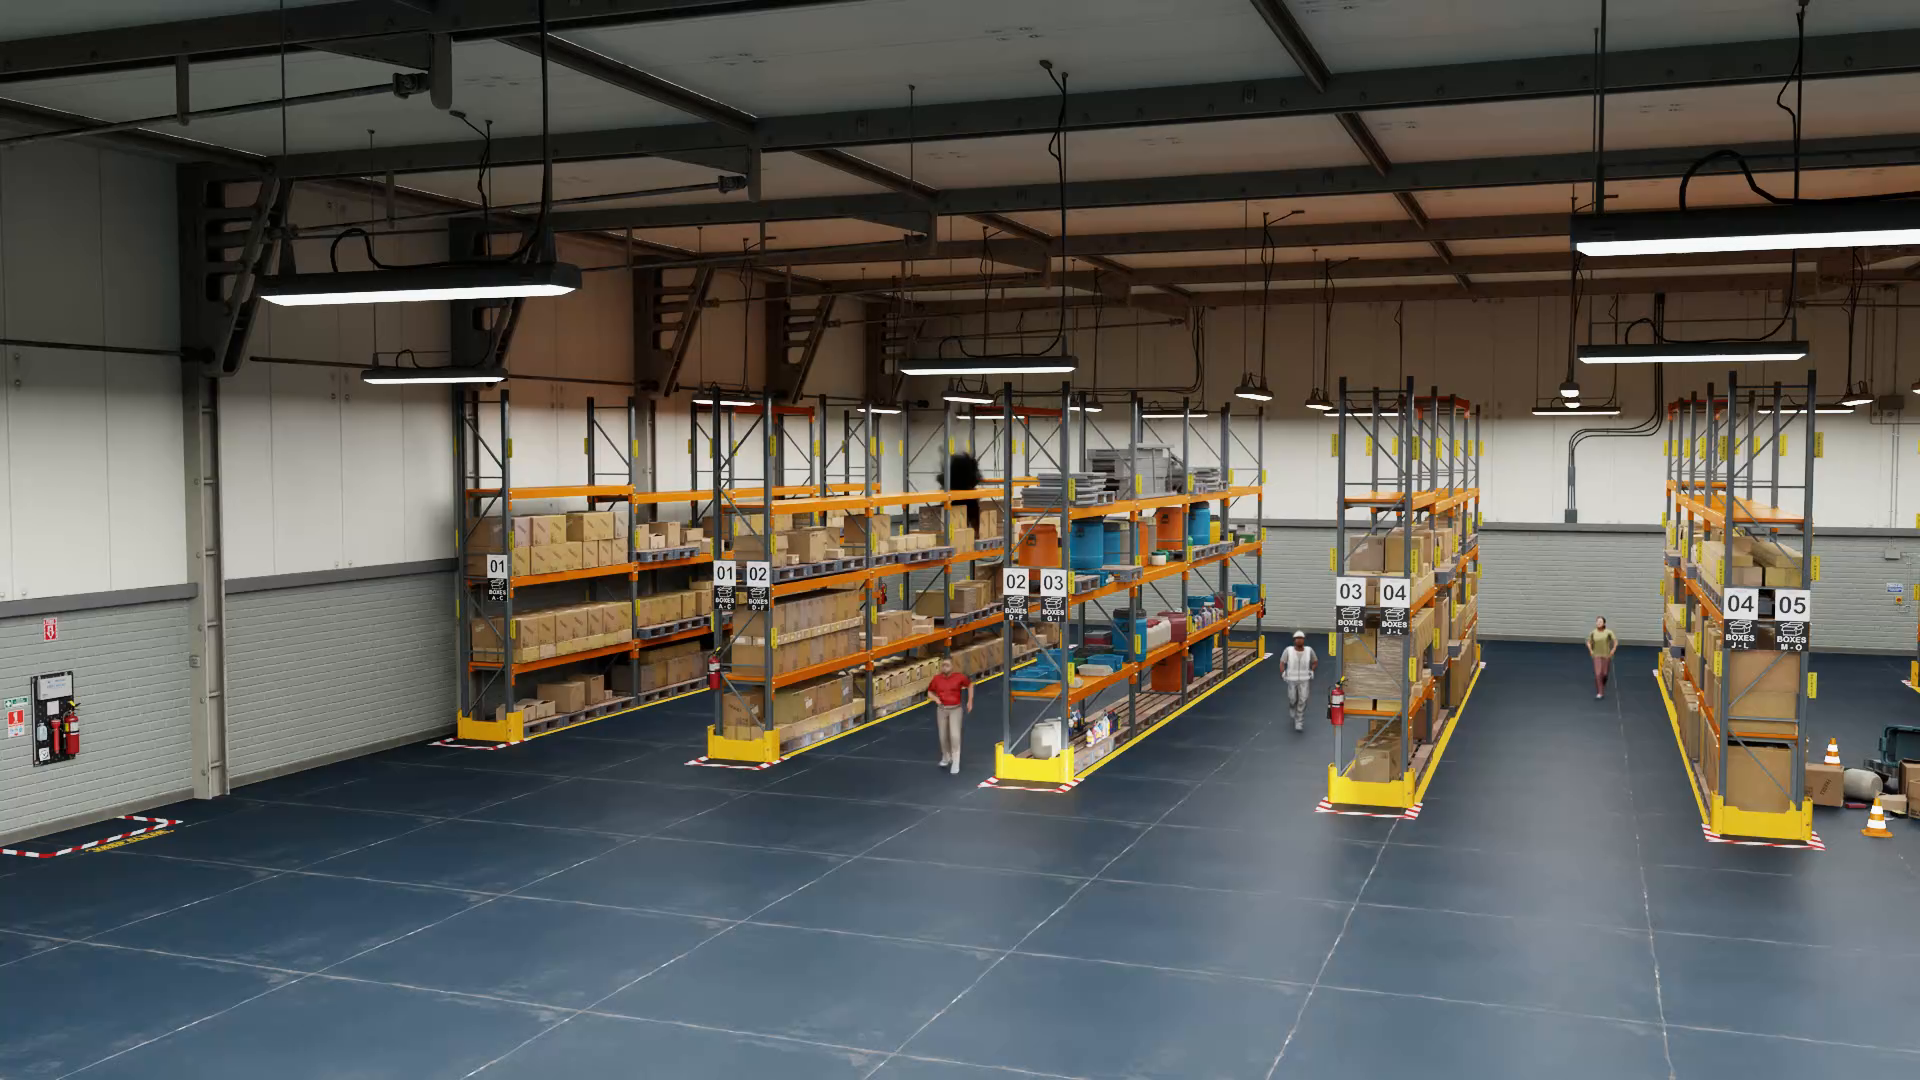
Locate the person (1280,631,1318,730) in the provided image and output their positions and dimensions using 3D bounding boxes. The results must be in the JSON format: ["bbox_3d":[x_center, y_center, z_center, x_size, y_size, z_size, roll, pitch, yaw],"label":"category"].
[{"bbox_3d":[6.062,2.499,29.738,0.683,1.743,0.689,0,3,8],"label":"person"}]

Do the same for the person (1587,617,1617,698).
[{"bbox_3d":[12.891,2.354,33.426,0.580,1.636,0.547,2,4,28],"label":"person"}]

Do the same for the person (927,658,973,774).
[{"bbox_3d":[-0.165,2.724,25.853,0.706,1.793,0.706,1,3,11],"label":"person"}]
